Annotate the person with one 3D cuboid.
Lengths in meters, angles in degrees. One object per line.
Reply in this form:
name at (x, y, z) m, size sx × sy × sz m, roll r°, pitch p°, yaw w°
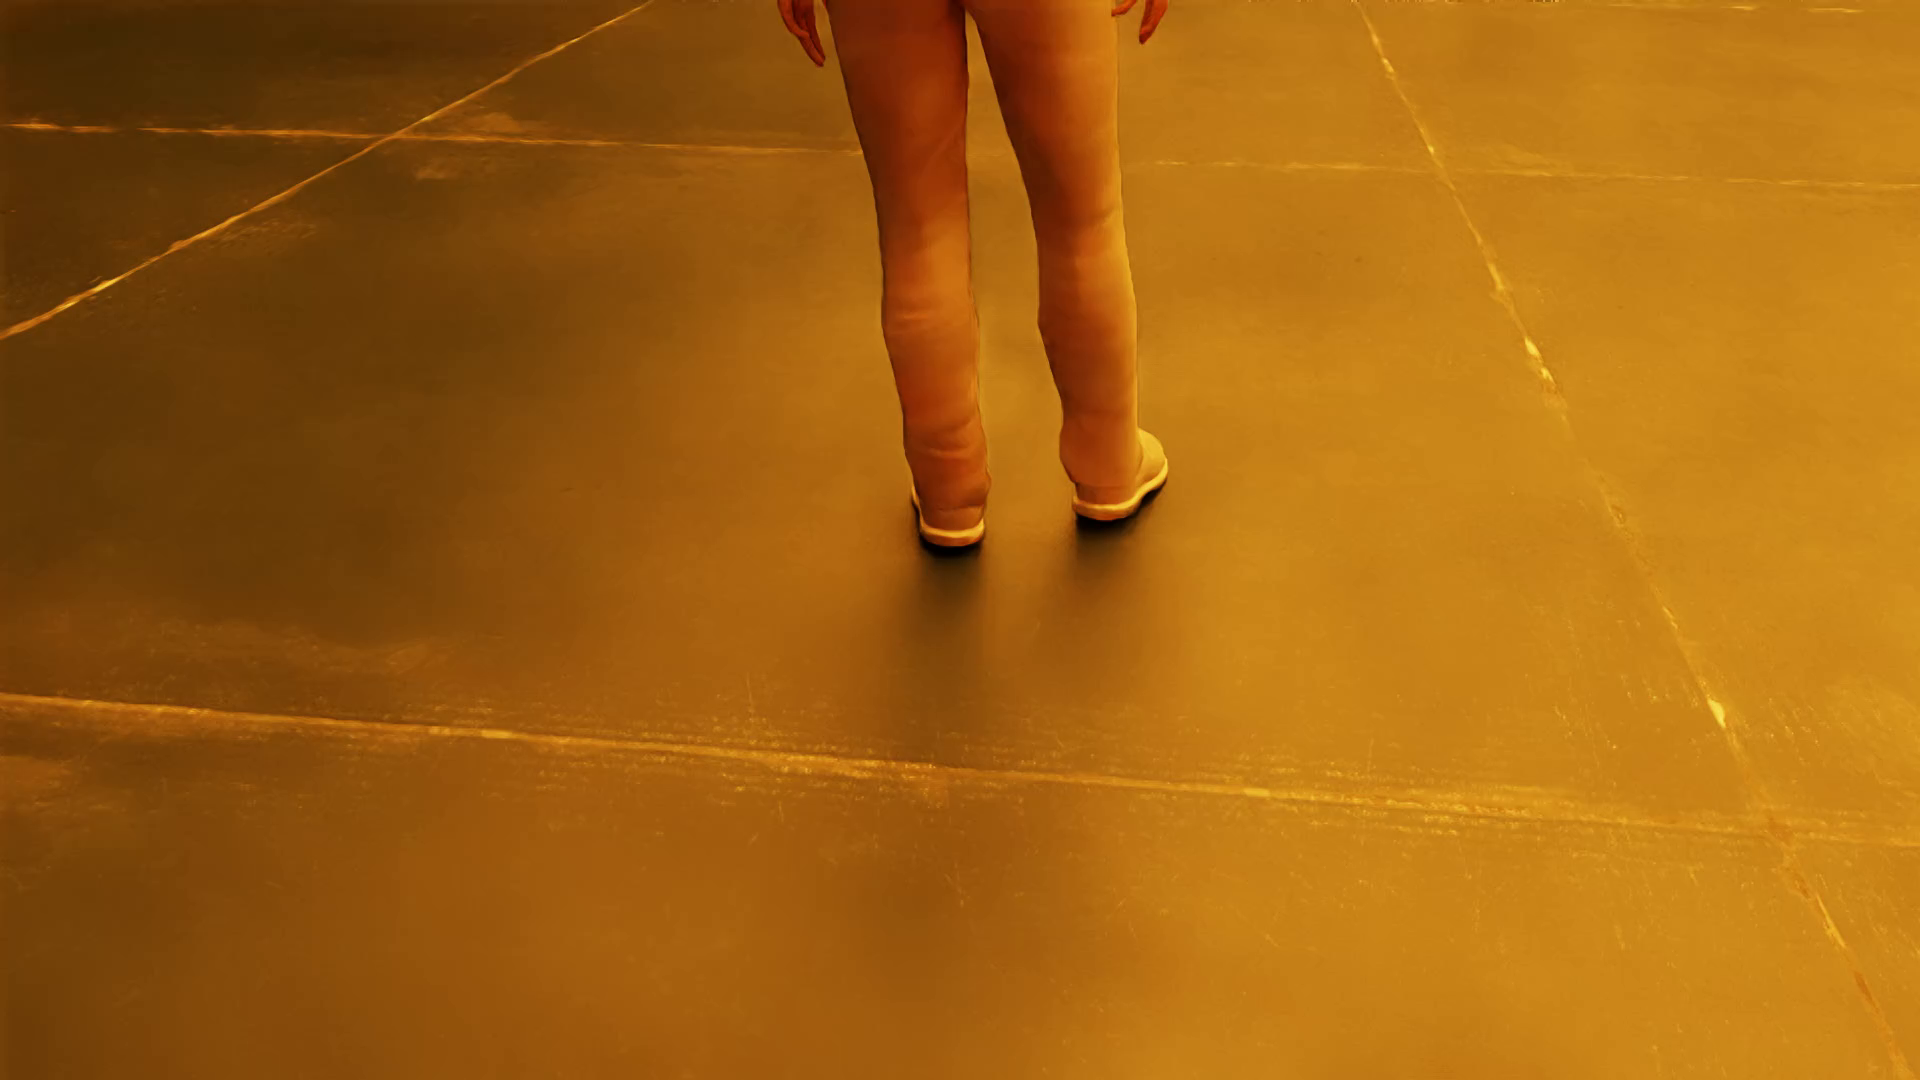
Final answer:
person at (0.029, -0.797, 2.183) m, size 0.570 × 1.695 × 0.529 m, roll 3°, pitch 27°, yaw 7°
